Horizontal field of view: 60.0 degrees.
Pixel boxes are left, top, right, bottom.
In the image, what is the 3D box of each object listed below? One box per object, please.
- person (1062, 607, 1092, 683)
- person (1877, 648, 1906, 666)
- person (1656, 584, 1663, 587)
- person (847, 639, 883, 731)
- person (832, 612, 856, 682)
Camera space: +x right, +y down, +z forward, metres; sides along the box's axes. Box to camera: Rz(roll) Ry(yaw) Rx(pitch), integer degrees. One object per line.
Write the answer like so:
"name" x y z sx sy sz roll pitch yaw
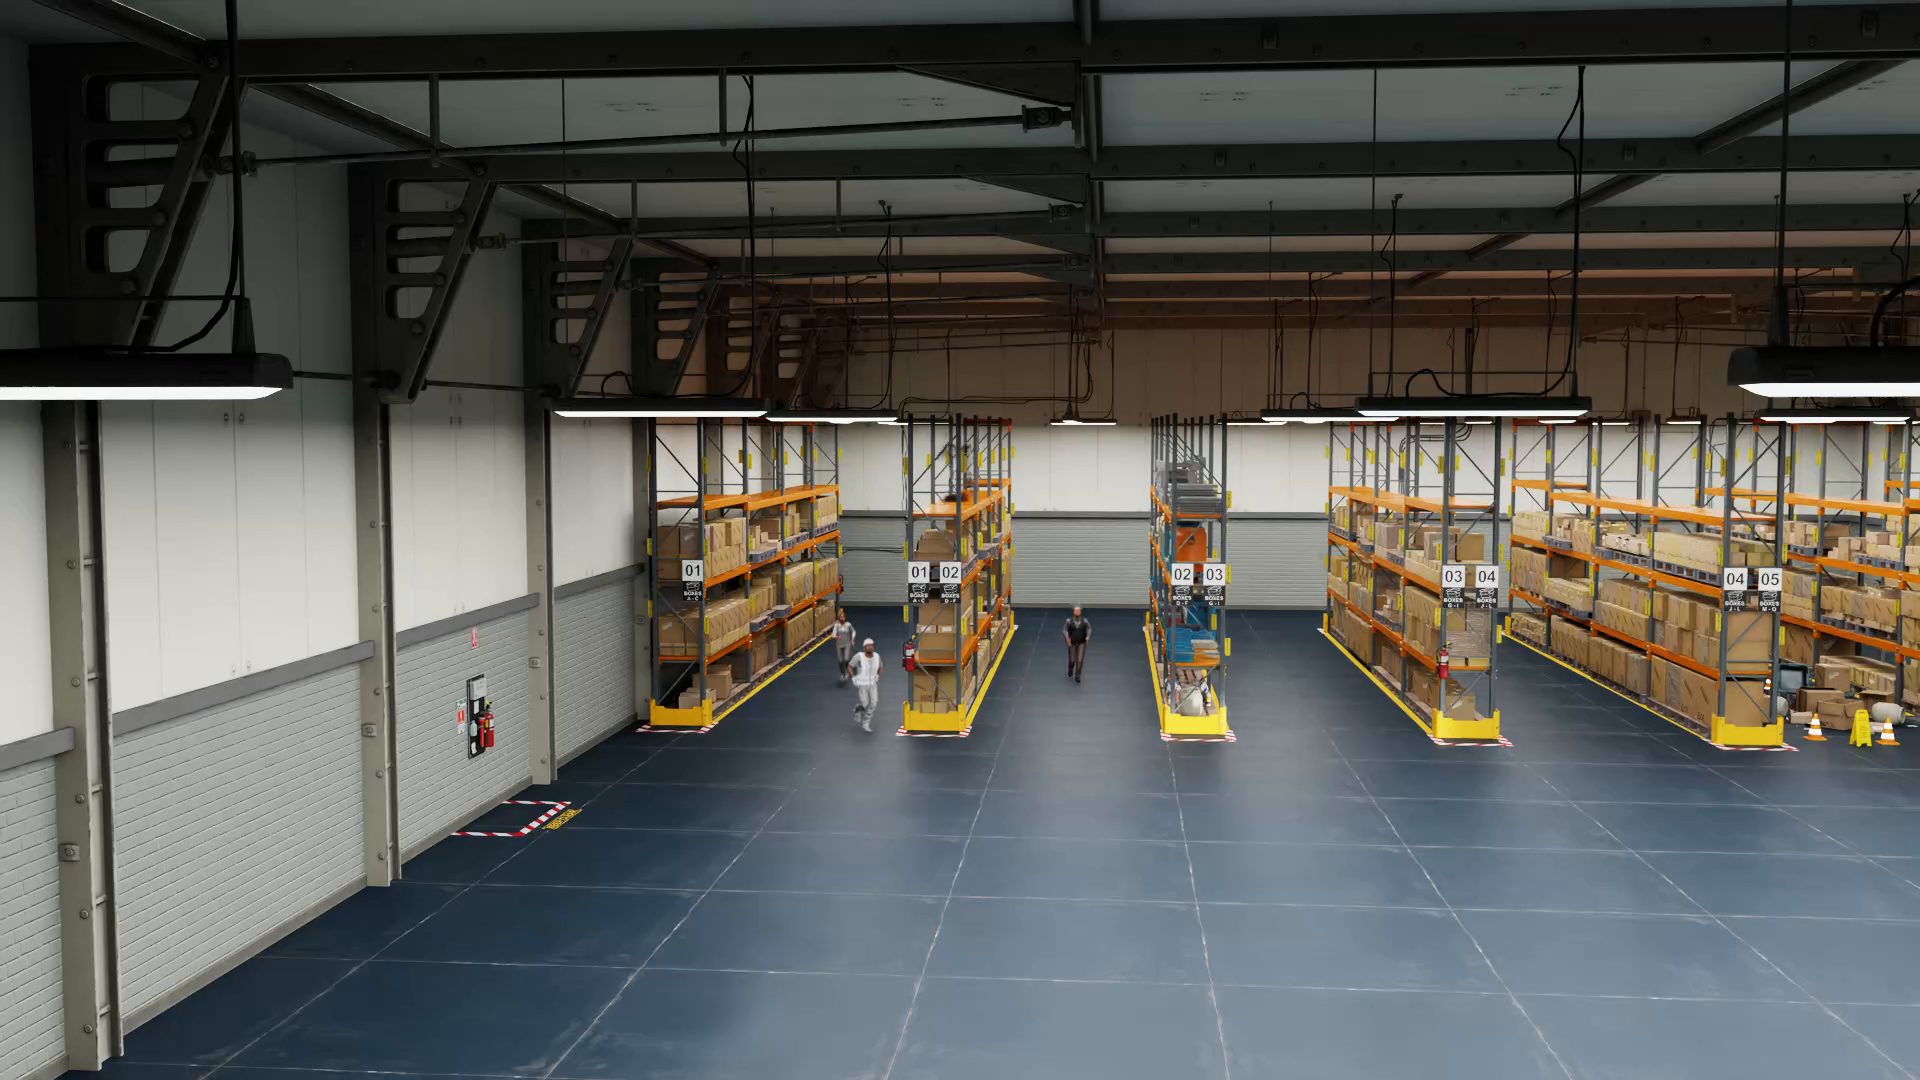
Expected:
"person" 2.659 2.352 37.664 0.682 1.702 0.605 0 4 -1
"person" 21.991 2.225 39.254 0.543 1.697 0.909 0 4 -7
"person" 17.857 2.003 42.462 0.585 1.720 0.883 -1 4 -15
"person" -1.774 2.742 31.610 0.711 1.736 0.567 -2 4 -29
"person" -2.614 2.454 37.342 0.511 1.474 0.636 0 4 1
